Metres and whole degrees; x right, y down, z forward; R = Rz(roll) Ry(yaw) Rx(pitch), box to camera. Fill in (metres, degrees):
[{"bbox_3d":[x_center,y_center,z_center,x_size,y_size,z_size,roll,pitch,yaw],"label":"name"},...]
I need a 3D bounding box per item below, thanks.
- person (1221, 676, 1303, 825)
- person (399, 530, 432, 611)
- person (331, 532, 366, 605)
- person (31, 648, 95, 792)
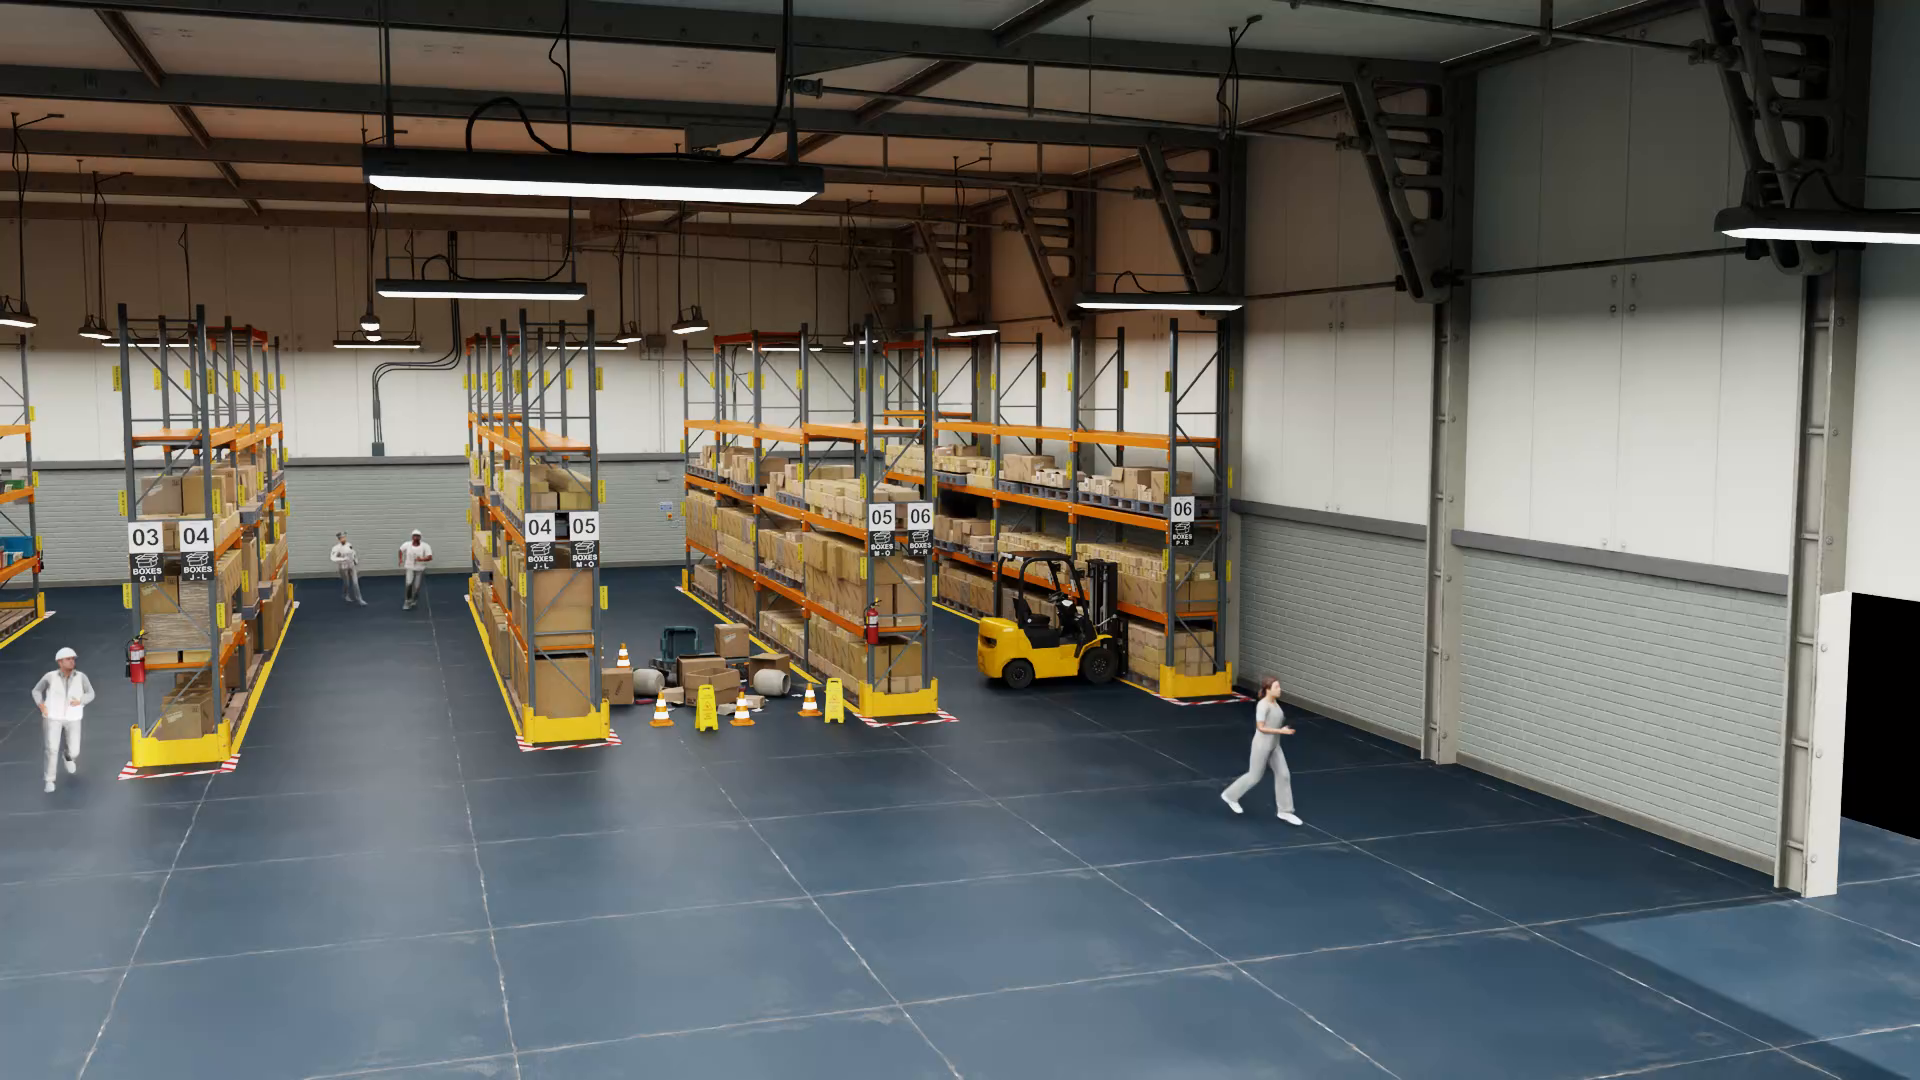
[{"bbox_3d":[3.448,2.366,18.934,0.970,1.670,0.535,4,7,36],"label":"person"},{"bbox_3d":[-12.008,0.656,36.684,0.700,1.773,0.687,-2,6,-19],"label":"person"},{"bbox_3d":[-13.781,0.625,37.241,0.635,1.650,0.912,-5,7,-42],"label":"person"},{"bbox_3d":[-11.161,2.205,20.741,0.688,1.726,0.767,-4,7,-35],"label":"person"}]
